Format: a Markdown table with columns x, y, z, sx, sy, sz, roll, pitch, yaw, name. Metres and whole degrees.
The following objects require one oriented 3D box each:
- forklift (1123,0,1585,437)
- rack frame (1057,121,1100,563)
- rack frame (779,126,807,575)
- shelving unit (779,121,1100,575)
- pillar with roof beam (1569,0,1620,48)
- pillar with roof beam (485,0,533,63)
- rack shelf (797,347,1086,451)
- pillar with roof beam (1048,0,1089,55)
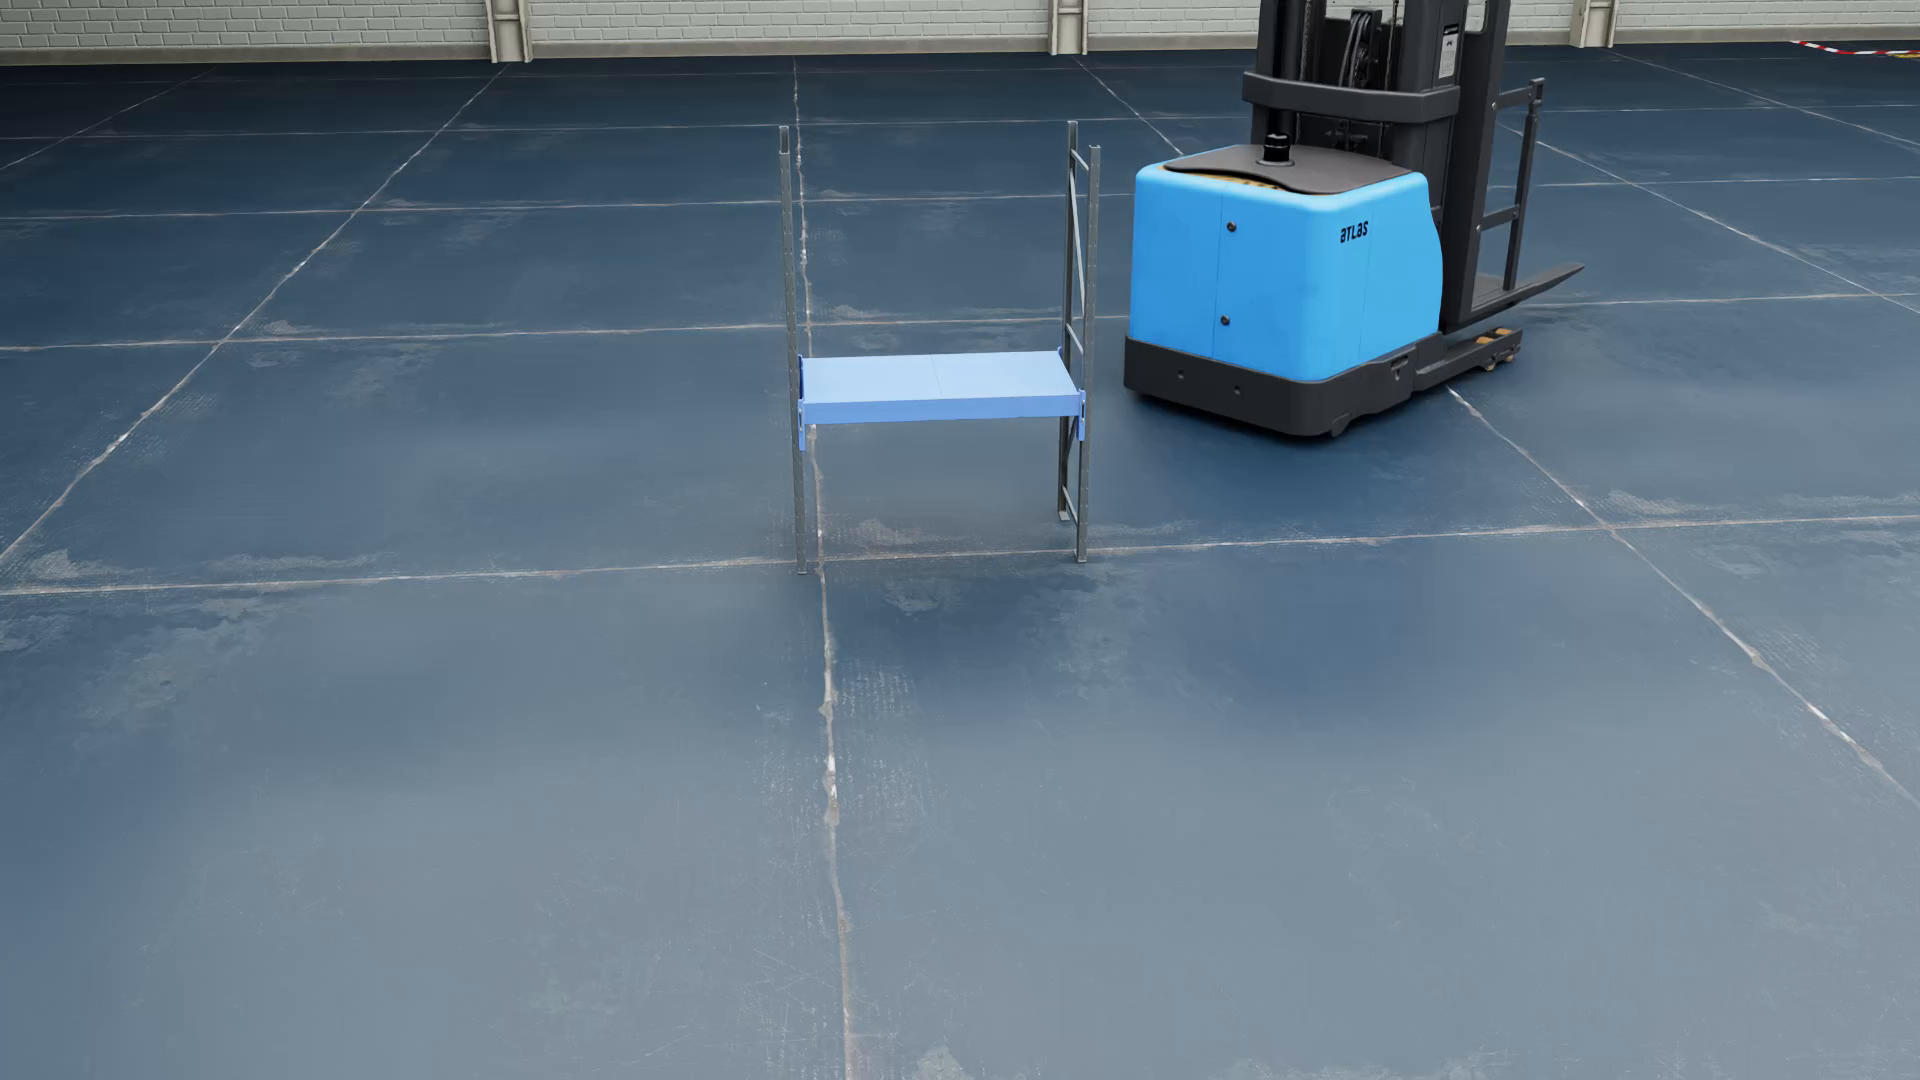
| x | y | z | sx | sy | sz | roll | pitch | yaw | name |
| --- | --- | --- | --- | --- | --- | --- | --- | --- | --- |
| 2.134 | -2.288 | 7.789 | 1.130 | 2.935 | 3.031 | 21 | 31 | 39 | forklift |
| 0.421 | -0.702 | 5.983 | 0.032 | 1.500 | 0.500 | -2 | 24 | -5 | rack frame |
| -0.591 | -0.662 | 5.892 | 0.032 | 1.500 | 0.500 | -2 | 24 | -5 | rack frame |
| -0.085 | -0.682 | 5.938 | 1.048 | 1.500 | 0.538 | -2 | 24 | -5 | shelving unit |
| 7.576 | -7.986 | 13.137 | 0.400 | 9.000 | 9.100 | -2 | 24 | -5 | pillar with roof beam |
| -4.365 | -7.507 | 12.060 | 0.400 | 9.000 | 9.100 | -2 | 24 | -5 | pillar with roof beam |
| -0.085 | -0.518 | 6.011 | 1.000 | 0.185 | 0.538 | -2 | 24 | -5 | rack shelf |
| 1.606 | -7.746 | 12.598 | 0.400 | 9.000 | 9.100 | -2 | 24 | -5 | pillar with roof beam |
